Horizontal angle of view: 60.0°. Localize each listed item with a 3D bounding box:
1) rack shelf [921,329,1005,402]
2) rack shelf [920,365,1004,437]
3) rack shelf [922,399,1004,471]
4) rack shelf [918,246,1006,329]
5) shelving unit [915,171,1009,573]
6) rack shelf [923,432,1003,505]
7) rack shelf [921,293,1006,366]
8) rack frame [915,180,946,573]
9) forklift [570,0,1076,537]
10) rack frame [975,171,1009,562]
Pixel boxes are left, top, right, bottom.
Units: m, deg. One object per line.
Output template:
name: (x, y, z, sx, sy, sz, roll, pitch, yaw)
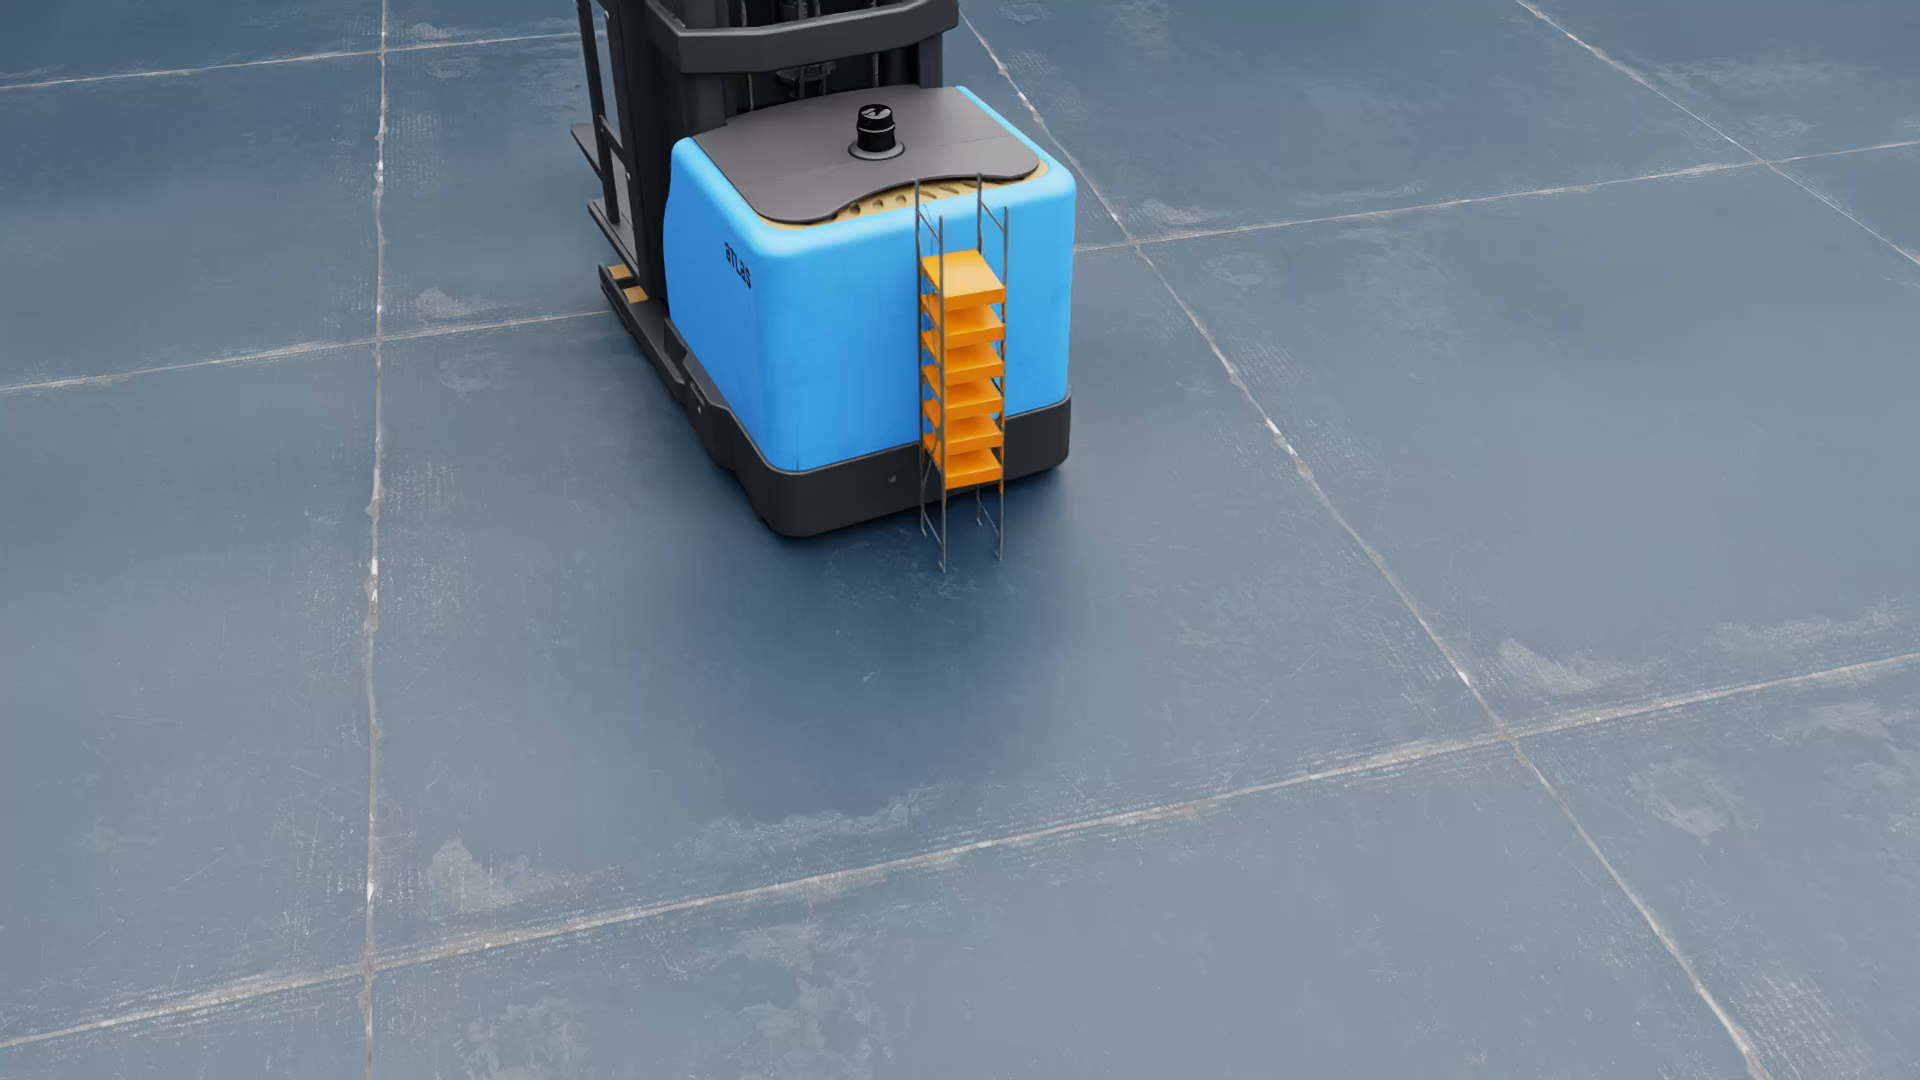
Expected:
rack shelf: (0.002, -0.521, 4.819, 0.180, 0.103, 0.258, -11, 39, -14)
rack shelf: (0.002, -0.425, 4.892, 0.180, 0.103, 0.258, -11, 39, -14)
rack shelf: (0.002, -0.330, 4.964, 0.180, 0.103, 0.258, -11, 39, -14)
rack shelf: (0.002, -0.711, 4.673, 0.180, 0.103, 0.258, -11, 39, -14)
shelving unit: (0.002, -0.461, 4.865, 0.189, 1.200, 0.258, -11, 39, -14)
rack shelf: (0.002, -0.235, 5.037, 0.180, 0.103, 0.258, -11, 39, -14)
rack shelf: (0.002, -0.616, 4.746, 0.180, 0.103, 0.258, -11, 39, -14)
rack frame: (-0.084, -0.443, 4.842, 0.006, 1.200, 0.240, -11, 39, -14)
forklift: (-0.734, -2.060, 5.531, 1.130, 2.935, 3.031, -16, 40, -20)
rack frame: (0.089, -0.478, 4.887, 0.006, 1.200, 0.240, -11, 39, -14)
